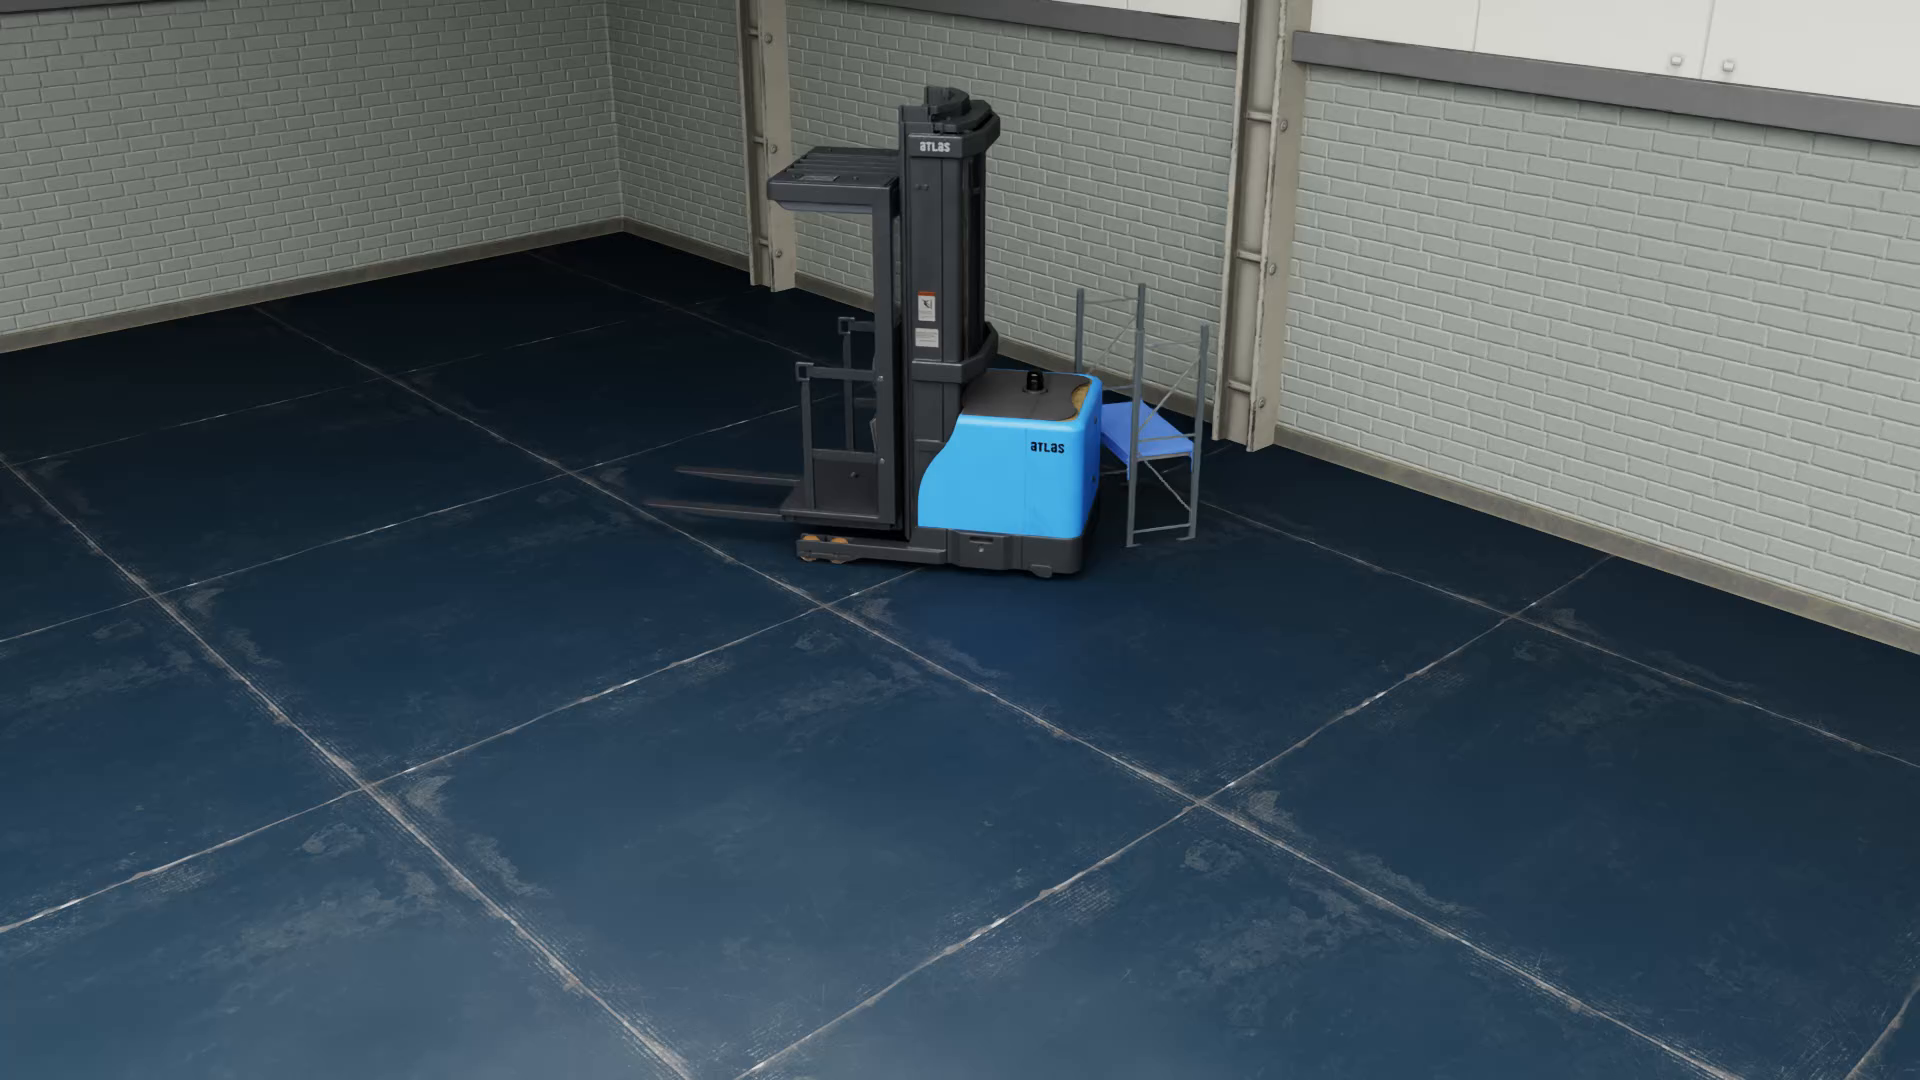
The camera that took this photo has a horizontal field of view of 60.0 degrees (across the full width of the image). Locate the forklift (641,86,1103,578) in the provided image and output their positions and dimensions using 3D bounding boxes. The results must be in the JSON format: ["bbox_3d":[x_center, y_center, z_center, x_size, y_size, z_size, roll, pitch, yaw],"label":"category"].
[{"bbox_3d":[-0.610,-1.386,10.757,3.031,2.935,1.130,5,25,11],"label":"forklift"}]

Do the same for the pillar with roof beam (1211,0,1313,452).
[{"bbox_3d":[-0.936,-3.647,8.402,9.100,9.000,0.400,-21,32,-38],"label":"pillar with roof beam"}]

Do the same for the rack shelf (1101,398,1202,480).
[{"bbox_3d":[1.198,-0.704,11.419,0.538,0.185,1.000,-7,26,-16],"label":"rack shelf"}]

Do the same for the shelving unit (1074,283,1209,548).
[{"bbox_3d":[1.199,-0.868,11.344,0.538,1.500,1.048,-7,26,-16],"label":"shelving unit"}]

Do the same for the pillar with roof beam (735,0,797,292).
[{"bbox_3d":[-5.037,-5.465,12.387,9.100,9.000,0.400,-21,32,-38],"label":"pillar with roof beam"}]

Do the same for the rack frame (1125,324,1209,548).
[{"bbox_3d":[1.353,-0.667,10.903,0.500,1.500,0.032,-7,26,-16],"label":"rack frame"}]

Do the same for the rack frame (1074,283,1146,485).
[{"bbox_3d":[1.045,-1.069,11.785,0.500,1.500,0.032,-7,26,-16],"label":"rack frame"}]
